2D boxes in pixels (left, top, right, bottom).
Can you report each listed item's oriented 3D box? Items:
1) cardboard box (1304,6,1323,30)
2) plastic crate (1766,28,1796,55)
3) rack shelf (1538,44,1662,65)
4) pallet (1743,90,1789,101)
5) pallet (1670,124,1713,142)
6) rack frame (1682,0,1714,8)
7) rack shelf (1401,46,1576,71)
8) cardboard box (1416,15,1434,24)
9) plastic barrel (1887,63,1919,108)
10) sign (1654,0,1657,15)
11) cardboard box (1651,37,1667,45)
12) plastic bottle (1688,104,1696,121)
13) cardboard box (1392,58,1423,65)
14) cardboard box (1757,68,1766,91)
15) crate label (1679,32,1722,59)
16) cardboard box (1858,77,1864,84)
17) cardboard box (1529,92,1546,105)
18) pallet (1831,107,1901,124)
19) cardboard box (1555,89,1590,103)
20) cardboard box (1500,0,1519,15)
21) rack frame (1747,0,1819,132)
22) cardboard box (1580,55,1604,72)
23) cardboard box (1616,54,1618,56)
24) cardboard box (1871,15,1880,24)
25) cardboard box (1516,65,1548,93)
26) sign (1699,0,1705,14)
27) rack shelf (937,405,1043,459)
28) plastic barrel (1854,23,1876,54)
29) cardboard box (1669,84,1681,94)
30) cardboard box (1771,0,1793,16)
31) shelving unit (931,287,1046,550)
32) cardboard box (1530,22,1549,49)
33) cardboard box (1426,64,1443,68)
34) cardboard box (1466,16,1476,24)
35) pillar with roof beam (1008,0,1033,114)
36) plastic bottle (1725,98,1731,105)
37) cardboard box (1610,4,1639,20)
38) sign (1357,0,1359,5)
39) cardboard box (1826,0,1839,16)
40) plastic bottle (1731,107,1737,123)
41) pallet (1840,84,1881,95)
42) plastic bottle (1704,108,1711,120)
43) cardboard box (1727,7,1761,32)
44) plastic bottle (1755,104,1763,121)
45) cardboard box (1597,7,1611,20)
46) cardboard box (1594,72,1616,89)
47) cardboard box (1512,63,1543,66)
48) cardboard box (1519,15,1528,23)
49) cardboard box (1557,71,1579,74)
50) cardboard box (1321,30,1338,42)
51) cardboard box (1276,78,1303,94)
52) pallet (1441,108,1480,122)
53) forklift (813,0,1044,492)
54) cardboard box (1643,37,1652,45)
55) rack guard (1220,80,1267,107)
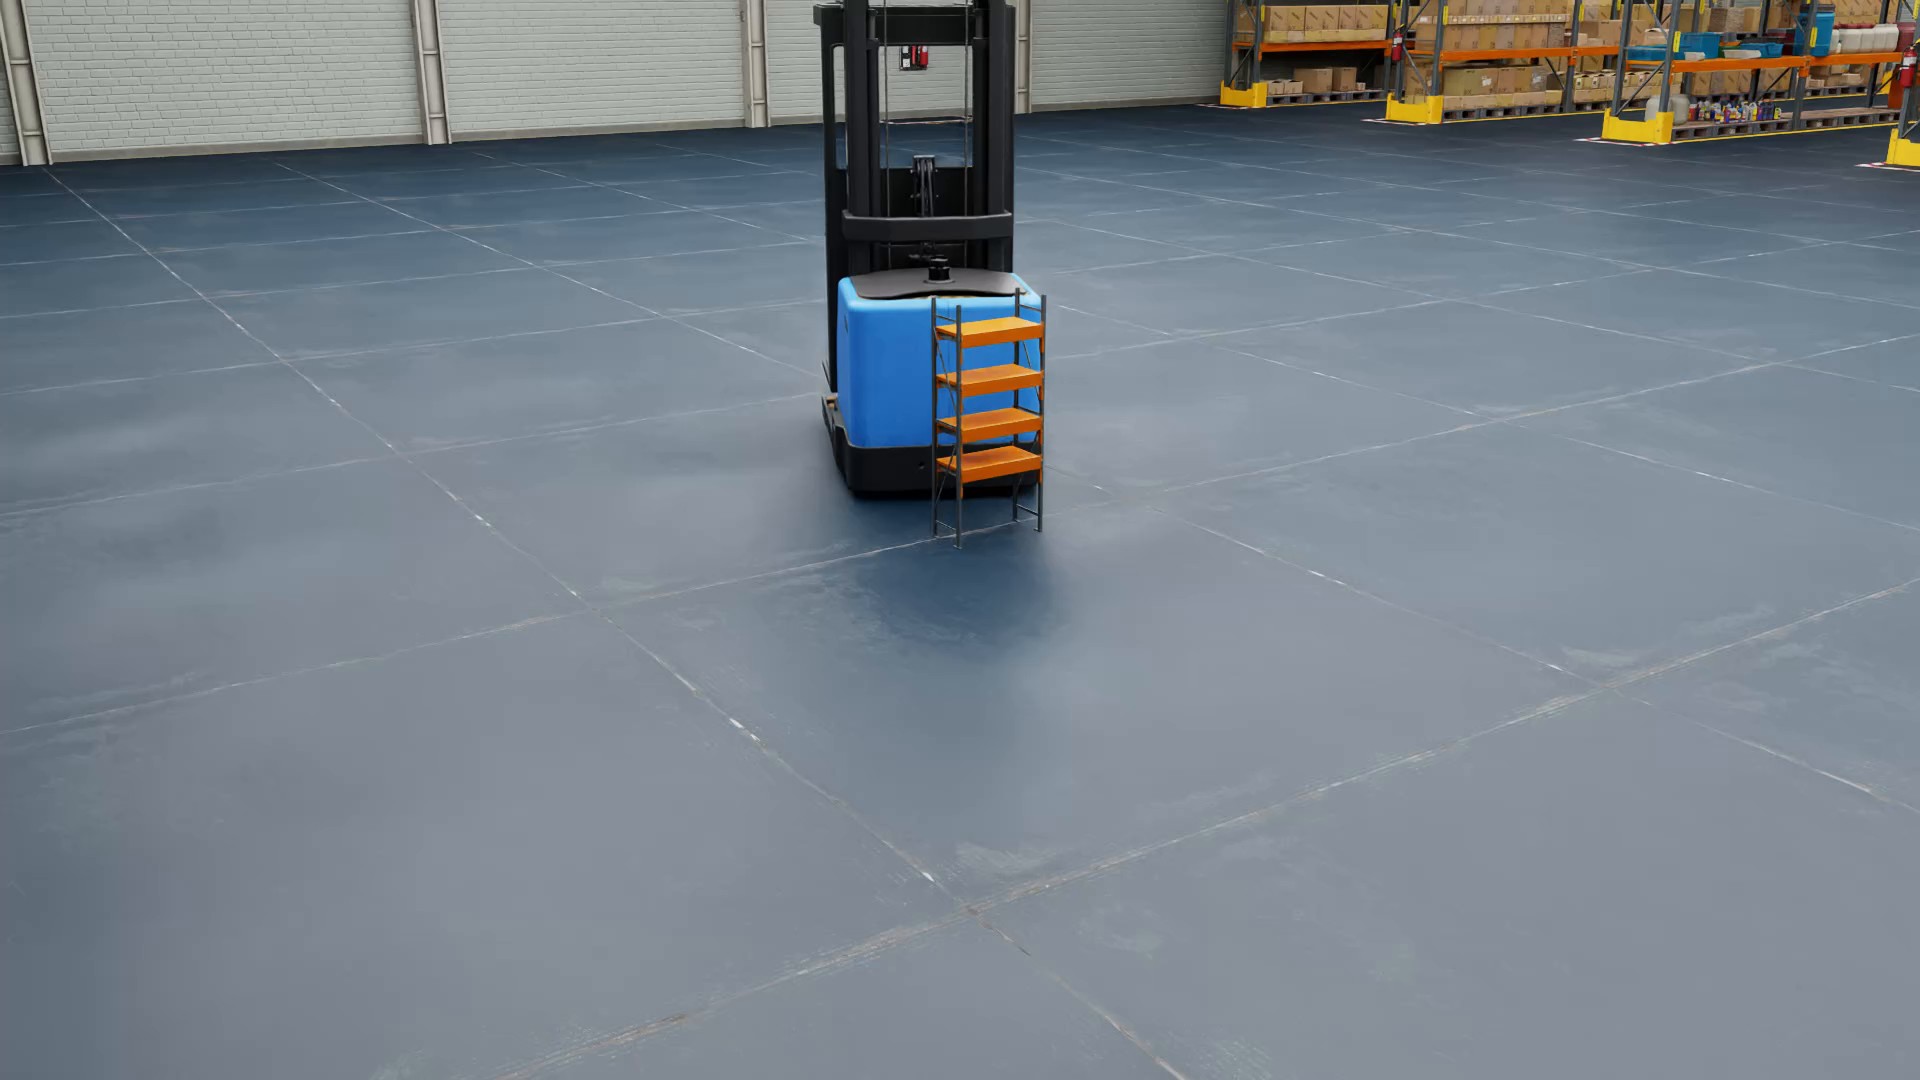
[{"bbox_3d":[7.541,-11.391,36.287,0.500,0.500,0.500,-13,22,-33],"label":"cardboard box"},{"bbox_3d":[15.149,-9.172,30.591,0.583,0.464,0.402,-12,22,-31],"label":"plastic crate"},{"bbox_3d":[13.863,-10.311,35.185,4.000,0.370,1.077,-12,22,-31],"label":"rack shelf"},{"bbox_3d":[18.215,-10.235,38.189,1.213,0.211,1.003,-12,22,-31],"label":"pallet"},{"bbox_3d":[12.292,-7.117,28.965,1.213,0.211,1.003,-12,22,-31],"label":"pallet"},{"bbox_3d":[19.487,-13.738,44.197,0.127,3.000,1.000,-12,22,-31],"label":"rack frame"},{"bbox_3d":[10.522,-9.607,33.101,4.000,0.370,1.077,-12,22,-31],"label":"rack shelf"},{"bbox_3d":[9.066,-10.068,32.174,0.250,0.149,0.380,-12,22,-32],"label":"cardboard box"},{"bbox_3d":[18.653,-8.941,32.740,0.708,0.830,0.600,-12,22,-31],"label":"plastic barrel"},{"bbox_3d":[15.227,-11.659,36.364,0.005,0.325,0.100,-12,22,-31],"label":"sign"},{"bbox_3d":[14.934,-10.653,35.465,0.250,0.149,0.380,-12,22,-31],"label":"cardboard box"},{"bbox_3d":[13.091,-7.666,29.802,0.135,0.276,0.152,-12,22,-31],"label":"plastic bottle"},{"bbox_3d":[10.436,-11.216,38.784,0.500,0.250,0.500,-12,22,-33],"label":"cardboard box"},{"bbox_3d":[17.783,-10.397,37.530,0.500,0.500,0.500,-12,22,-31],"label":"cardboard box"},{"bbox_3d":[12.961,-8.683,29.190,0.616,0.435,0.502,-12,22,-31],"label":"crate label"},{"bbox_3d":[21.508,-11.071,40.045,0.250,0.166,0.380,-12,22,-31],"label":"cardboard box"},{"bbox_3d":[11.502,-8.971,33.734,0.500,0.250,0.500,-12,22,-31],"label":"cardboard box"},{"bbox_3d":[17.586,-8.232,32.265,1.213,0.211,1.003,-12,22,-31],"label":"pallet"},{"bbox_3d":[12.665,-9.201,34.415,0.500,0.250,0.500,-13,22,-33],"label":"cardboard box"},{"bbox_3d":[10.568,-10.617,32.783,0.500,0.500,0.700,-12,22,-31],"label":"cardboard box"},{"bbox_3d":[14.913,-8.974,30.107,0.127,3.000,1.000,-12,22,-31],"label":"rack frame"},{"bbox_3d":[15.675,-12.065,41.949,0.750,0.750,0.750,-12,22,-31],"label":"cardboard box"},{"bbox_3d":[17.255,-12.627,43.147,0.250,0.149,0.380,-13,22,-33],"label":"cardboard box"},{"bbox_3d":[21.559,-12.217,39.542,0.500,0.500,0.500,-12,22,-31],"label":"cardboard box"},{"bbox_3d":[11.501,-9.327,33.615,0.500,0.500,0.500,-12,22,-31],"label":"cardboard box"},{"bbox_3d":[15.841,-11.405,35.489,0.005,0.325,0.100,-12,22,-31],"label":"sign"},{"bbox_3d":[0.138,-0.534,8.160,0.480,0.148,0.258,-12,22,-31],"label":"rack shelf"},{"bbox_3d":[16.807,-9.354,31.018,0.433,0.535,0.433,0,19,0],"label":"plastic barrel"},{"bbox_3d":[15.228,-9.743,36.018,0.500,0.250,0.500,-11,22,-30],"label":"cardboard box"},{"bbox_3d":[19.154,-12.388,38.488,0.500,0.500,0.500,-12,22,-31],"label":"cardboard box"},{"bbox_3d":[0.138,-0.598,8.139,0.503,1.200,0.258,-12,22,-31],"label":"shelving unit"},{"bbox_3d":[11.388,-10.173,33.496,0.500,0.500,0.700,-12,22,-32],"label":"cardboard box"},{"bbox_3d":[10.923,-10.966,39.215,0.500,0.500,0.700,-12,22,-31],"label":"cardboard box"},{"bbox_3d":[9.726,-10.052,32.127,0.250,0.149,0.380,-12,22,-31],"label":"cardboard box"},{"bbox_3d":[3.589,-11.908,29.417,0.400,9.000,9.100,-12,22,-31],"label":"pillar with roof beam"},{"bbox_3d":[14.011,-7.897,30.369,0.185,0.351,0.144,-11,22,-30],"label":"plastic bottle"},{"bbox_3d":[16.608,-13.267,42.335,0.700,0.700,0.980,-12,22,-31],"label":"cardboard box"},{"bbox_3d":[9.156,-12.321,38.197,0.005,0.325,0.100,-12,22,-31],"label":"sign"},{"bbox_3d":[19.853,-12.329,38.312,0.500,0.500,0.500,-13,22,-33],"label":"cardboard box"},{"bbox_3d":[13.628,-7.500,29.318,0.097,0.271,0.097,0,19,0],"label":"plastic bottle"},{"bbox_3d":[21.486,-10.938,40.271,1.213,0.211,1.003,-12,22,-31],"label":"pallet"},{"bbox_3d":[13.446,-7.661,29.903,0.097,0.201,0.097,0,19,0],"label":"plastic bottle"},{"bbox_3d":[17.432,-11.628,37.143,0.700,0.500,0.500,16,24,39],"label":"cardboard box"},{"bbox_3d":[14.261,-7.632,29.690,0.133,0.283,0.061,-10,21,-28],"label":"plastic bottle"},{"bbox_3d":[15.899,-13.082,41.607,0.500,0.500,0.500,-12,22,-32],"label":"cardboard box"},{"bbox_3d":[13.527,-9.646,34.857,0.500,0.311,0.500,-13,22,-33],"label":"cardboard box"},{"bbox_3d":[11.633,-9.554,34.287,0.500,0.500,0.500,-12,22,-31],"label":"cardboard box"},{"bbox_3d":[11.022,-10.326,32.937,0.250,0.149,0.380,-11,22,-30],"label":"cardboard box"},{"bbox_3d":[12.804,-9.703,35.025,0.500,0.311,0.500,-11,22,-30],"label":"cardboard box"},{"bbox_3d":[7.984,-11.131,36.689,0.500,0.250,0.500,-12,22,-31],"label":"cardboard box"},{"bbox_3d":[7.227,-10.053,36.808,0.500,0.311,0.500,-10,21,-27],"label":"cardboard box"},{"bbox_3d":[9.467,-8.420,32.822,1.213,0.211,1.003,-12,22,-31],"label":"pallet"},{"bbox_3d":[-0.268,-2.073,9.802,1.130,2.935,3.031,-3,19,-8],"label":"forklift"},{"bbox_3d":[14.499,-10.646,35.443,0.250,0.149,0.380,-10,21,-27],"label":"cardboard box"},{"bbox_3d":[6.187,-9.749,36.301,0.348,0.500,1.175,-12,22,-31],"label":"rack guard"}]
